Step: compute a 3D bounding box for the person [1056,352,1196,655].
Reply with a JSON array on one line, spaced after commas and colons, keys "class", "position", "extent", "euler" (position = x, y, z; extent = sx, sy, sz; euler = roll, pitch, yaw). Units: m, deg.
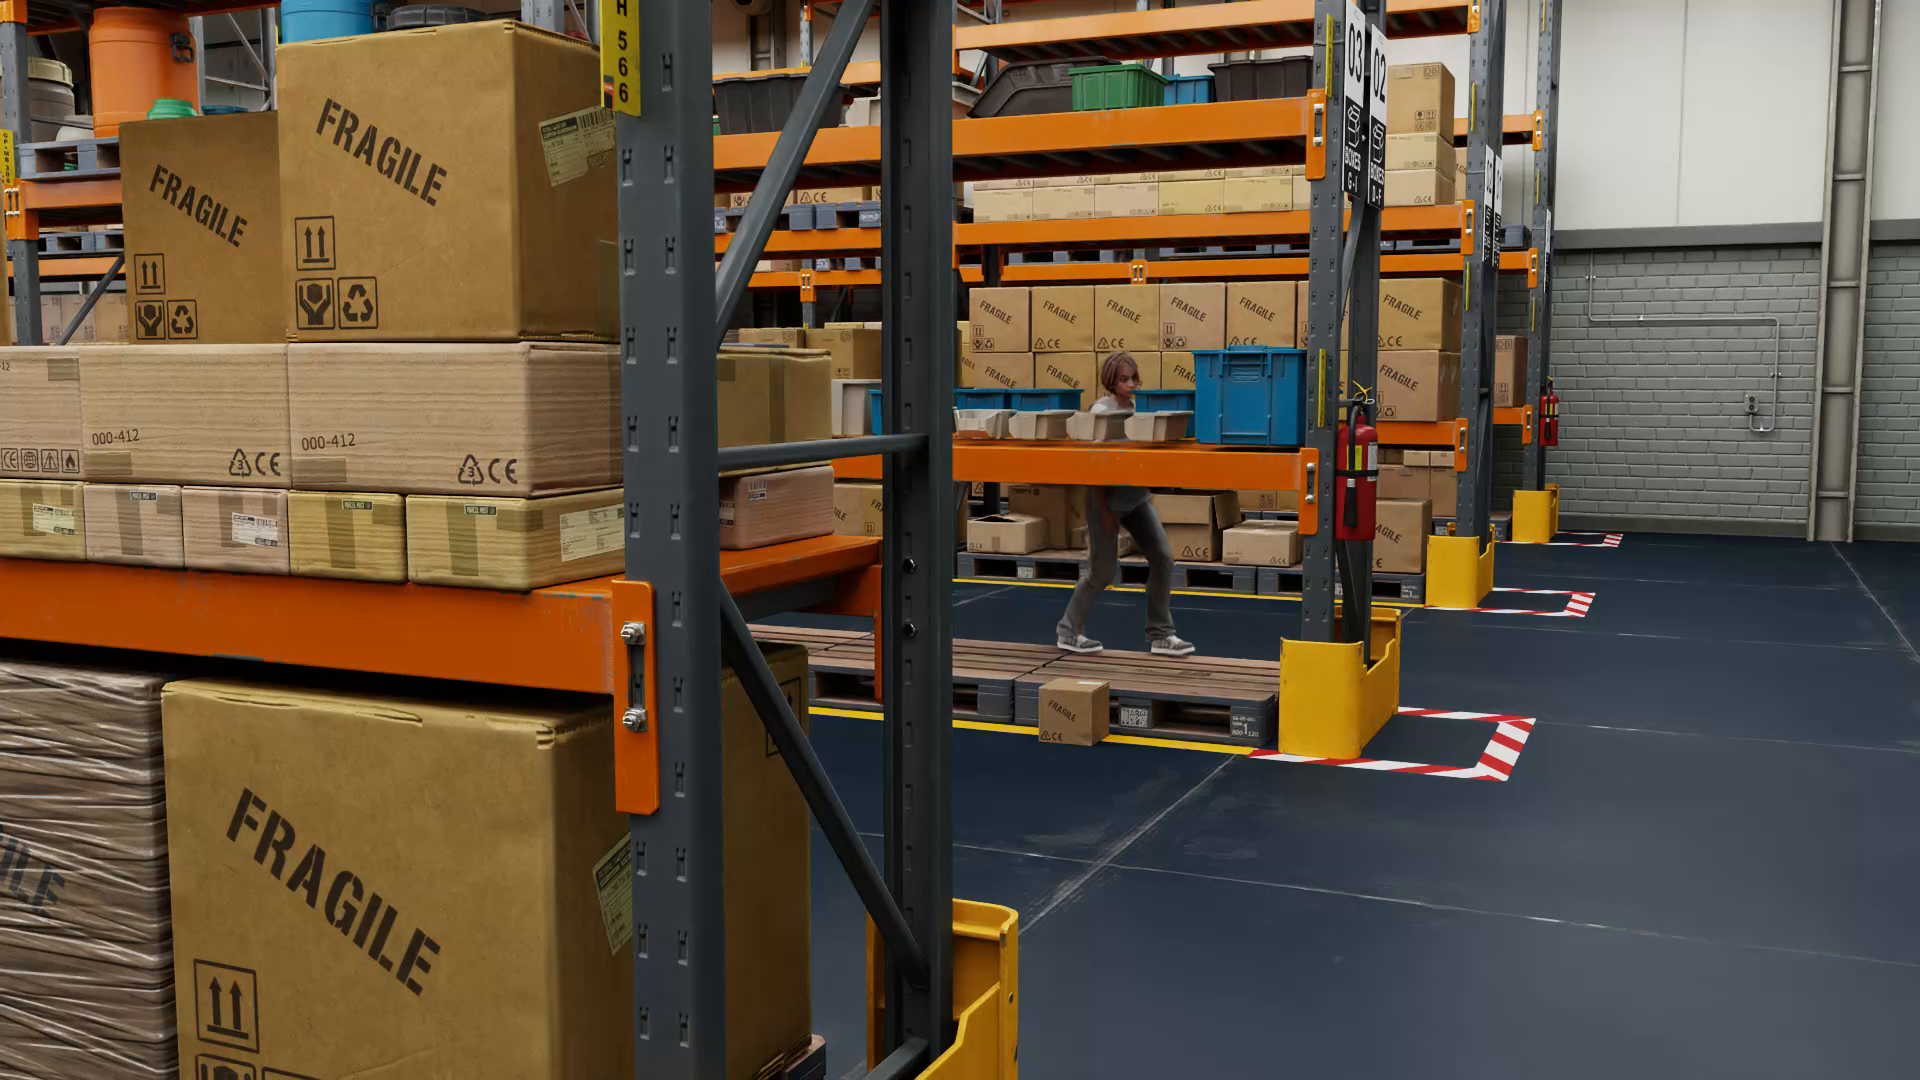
[{"class": "person", "position": [0.825, -0.171, 8.444], "extent": [0.446, 1.535, 0.714], "euler": [-5, 8, -41]}]
